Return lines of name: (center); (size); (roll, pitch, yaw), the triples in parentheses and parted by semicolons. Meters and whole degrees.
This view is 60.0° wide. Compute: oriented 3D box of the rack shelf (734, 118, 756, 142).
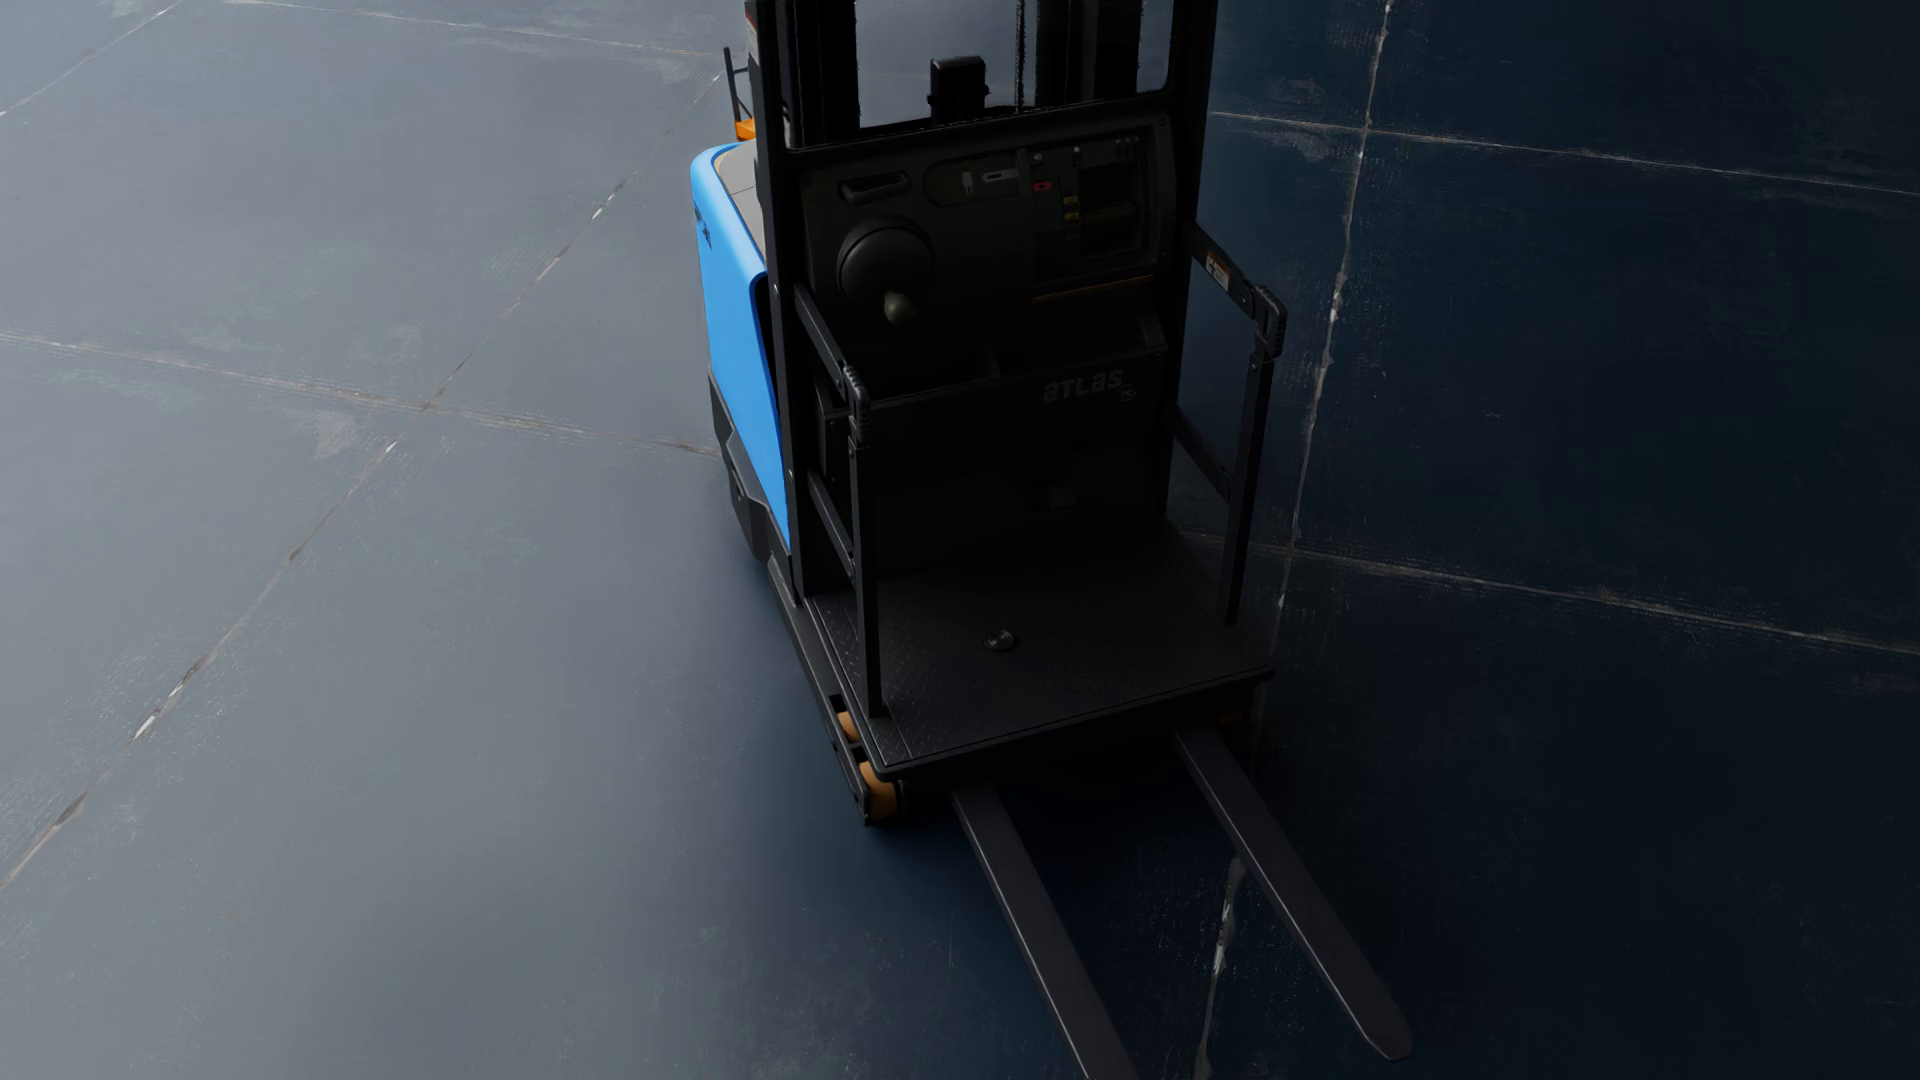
rack shelf: (-0.575, -1.320, 5.392); (0.258, 0.103, 0.180); (-22, 35, -24)

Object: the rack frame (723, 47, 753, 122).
rack frame: (-0.595, -1.090, 5.626); (0.240, 1.200, 0.006); (-22, 35, -24)

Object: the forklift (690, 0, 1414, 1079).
forklift: (0.154, -0.687, 3.789); (1.130, 2.935, 3.031); (-13, 42, -15)

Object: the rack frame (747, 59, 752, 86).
rack frame: (-0.499, -1.015, 5.489); (0.240, 1.200, 0.006); (-22, 35, -24)

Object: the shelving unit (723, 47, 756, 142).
shelving unit: (-0.547, -1.052, 5.557); (0.258, 1.200, 0.189); (-22, 35, -24)
